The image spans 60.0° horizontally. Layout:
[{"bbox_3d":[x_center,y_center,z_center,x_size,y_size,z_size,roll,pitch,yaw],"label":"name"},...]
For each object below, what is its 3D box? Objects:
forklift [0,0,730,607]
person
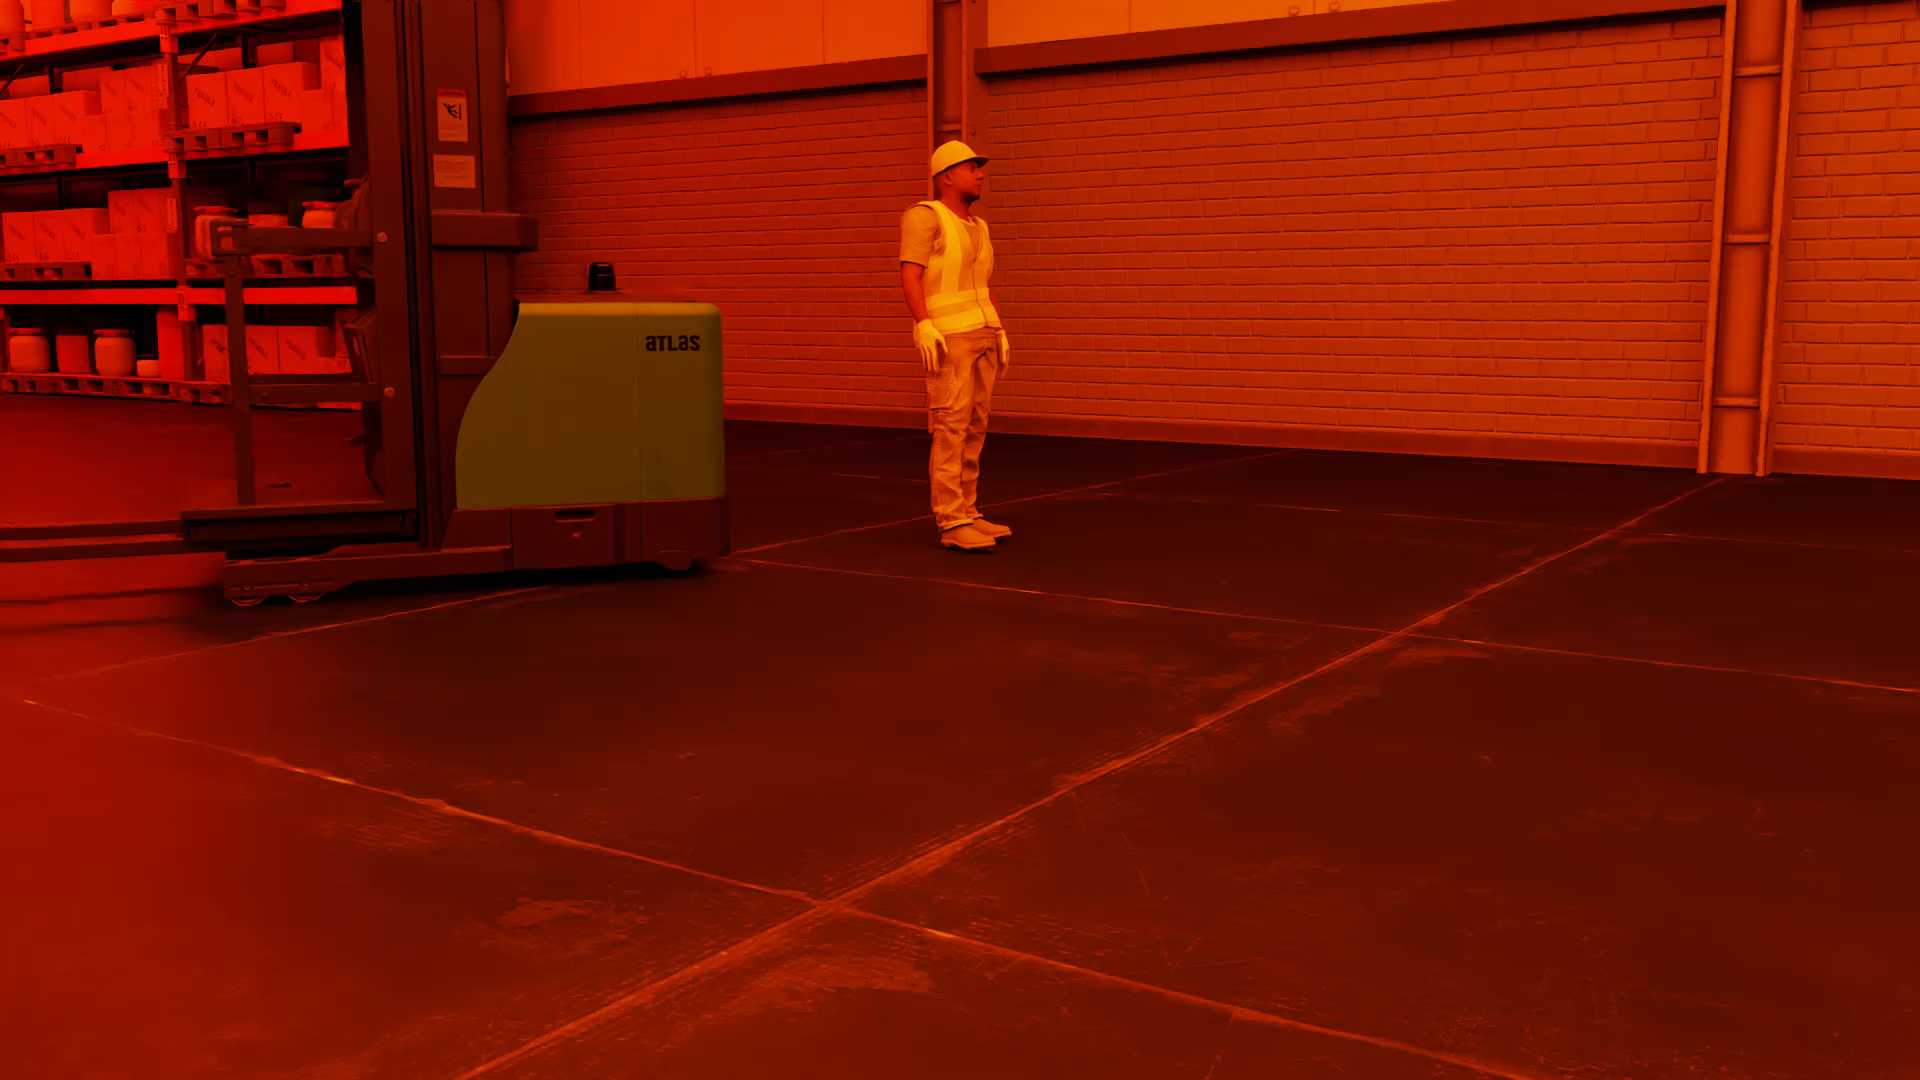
[{"bbox_3d":[-2.490,-1.297,6.316,3.031,2.935,1.130,-3,9,-23],"label":"forklift"},{"bbox_3d":[0.055,-0.881,7.431,0.576,1.776,0.656,5,10,34],"label":"person"}]
